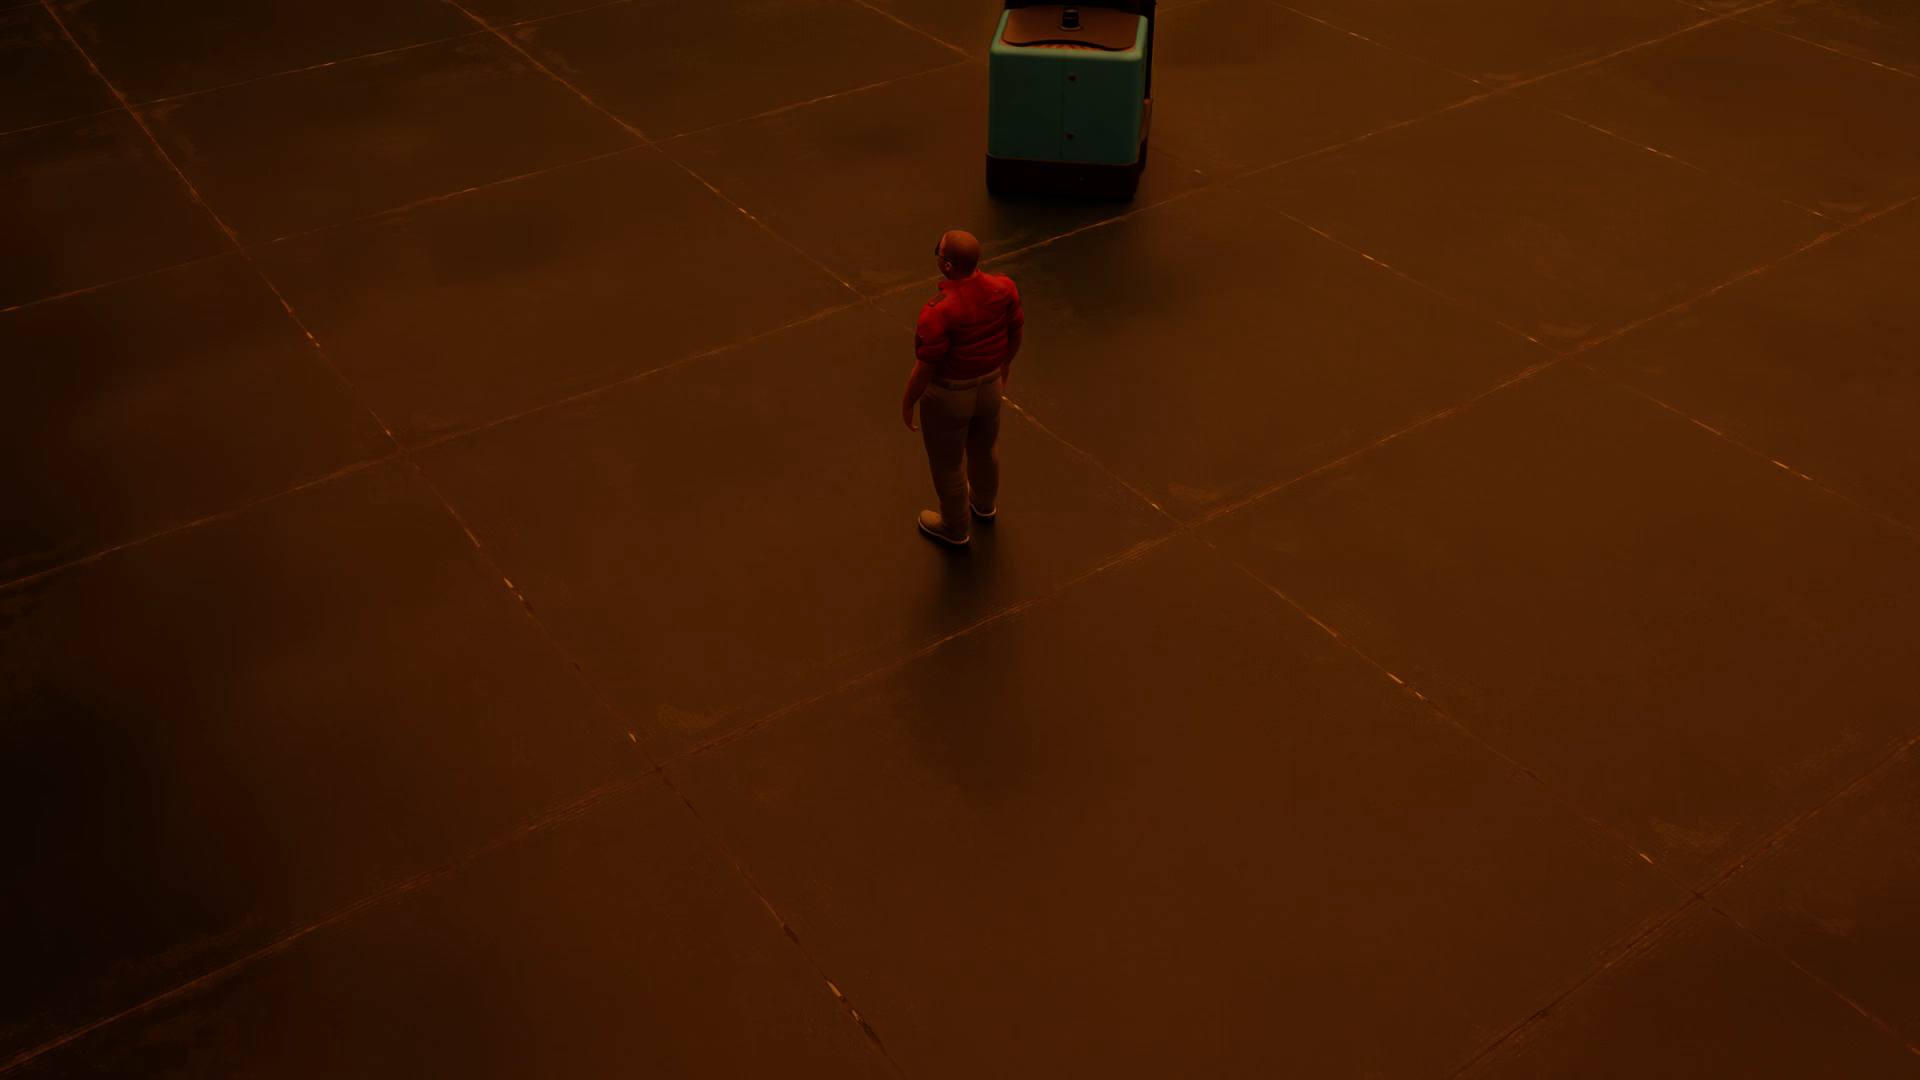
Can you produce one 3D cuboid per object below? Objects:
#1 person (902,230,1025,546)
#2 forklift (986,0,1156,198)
[{"bbox_3d":[-0.042,-0.748,7.956,0.640,1.727,0.551,-23,42,-28],"label":"person"},{"bbox_3d":[0.903,-4.411,11.910,1.130,2.935,3.031,5,37,7],"label":"forklift"}]
